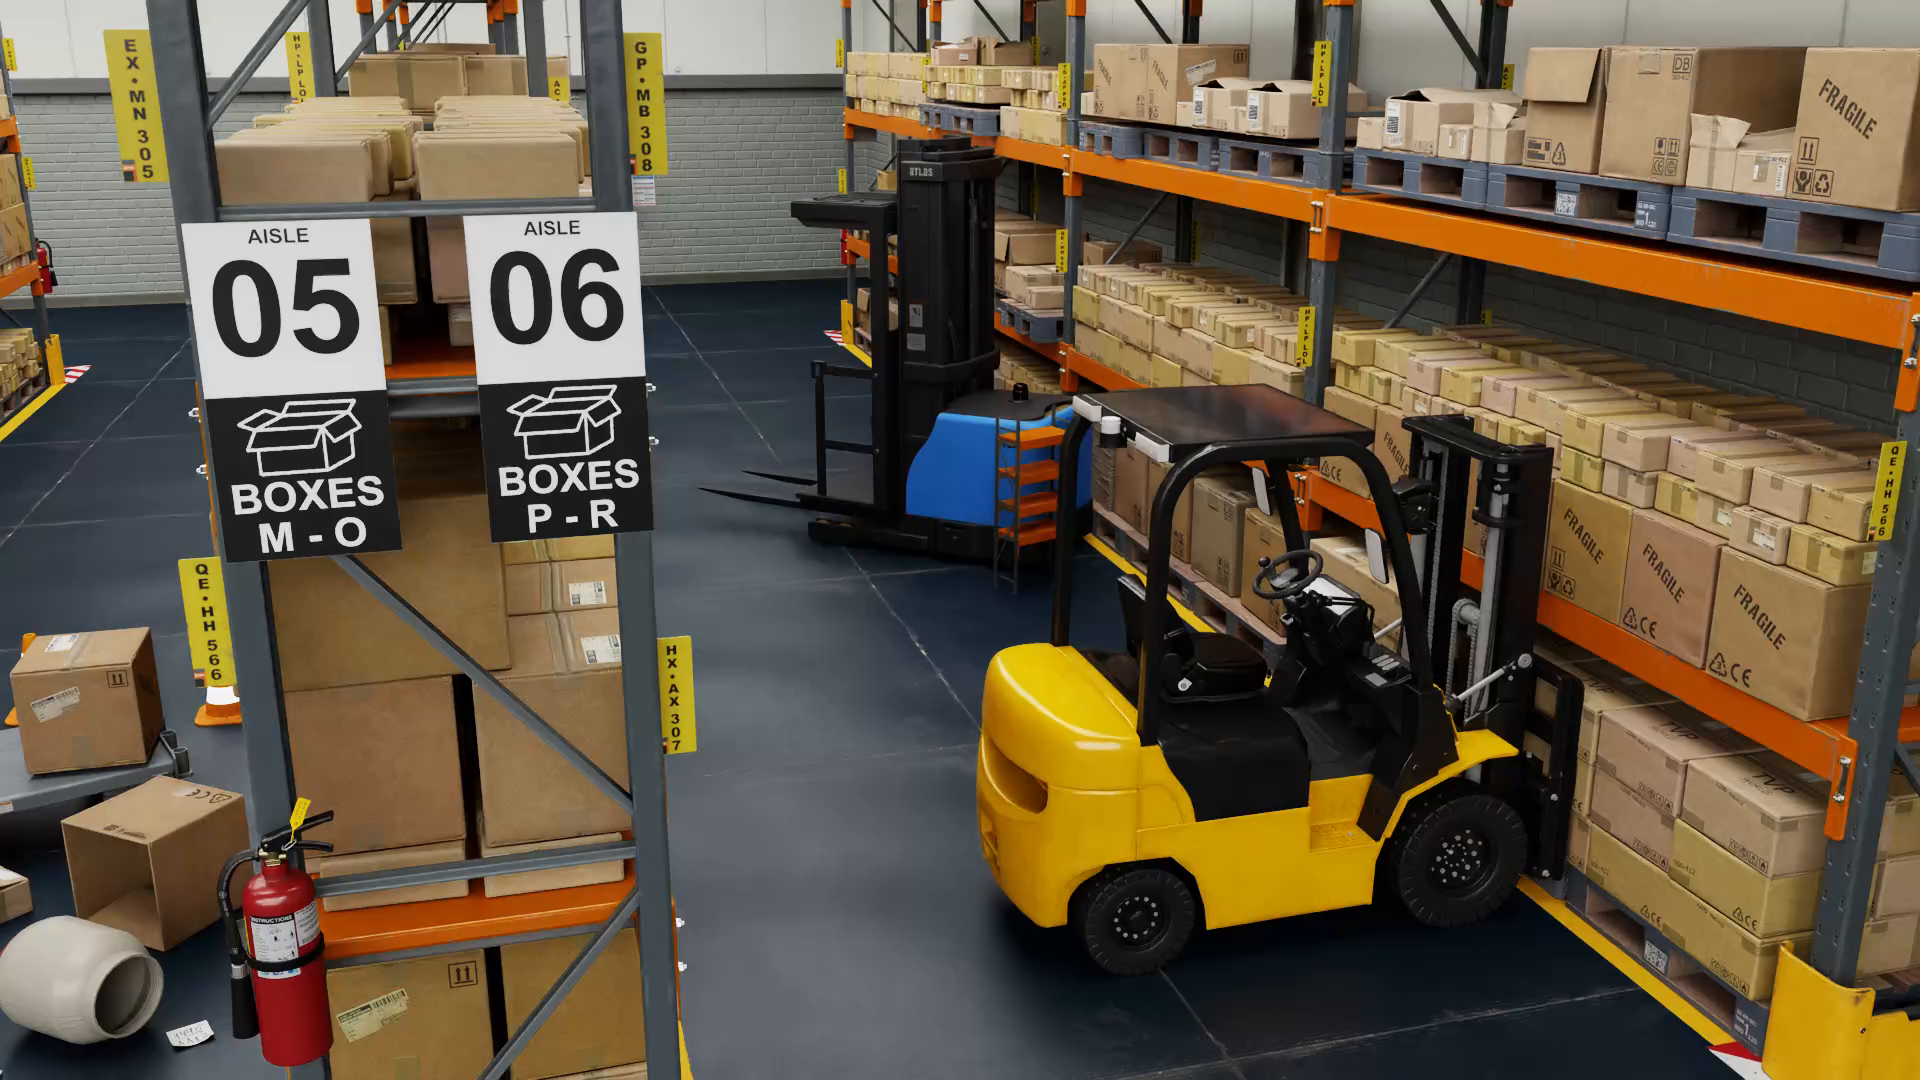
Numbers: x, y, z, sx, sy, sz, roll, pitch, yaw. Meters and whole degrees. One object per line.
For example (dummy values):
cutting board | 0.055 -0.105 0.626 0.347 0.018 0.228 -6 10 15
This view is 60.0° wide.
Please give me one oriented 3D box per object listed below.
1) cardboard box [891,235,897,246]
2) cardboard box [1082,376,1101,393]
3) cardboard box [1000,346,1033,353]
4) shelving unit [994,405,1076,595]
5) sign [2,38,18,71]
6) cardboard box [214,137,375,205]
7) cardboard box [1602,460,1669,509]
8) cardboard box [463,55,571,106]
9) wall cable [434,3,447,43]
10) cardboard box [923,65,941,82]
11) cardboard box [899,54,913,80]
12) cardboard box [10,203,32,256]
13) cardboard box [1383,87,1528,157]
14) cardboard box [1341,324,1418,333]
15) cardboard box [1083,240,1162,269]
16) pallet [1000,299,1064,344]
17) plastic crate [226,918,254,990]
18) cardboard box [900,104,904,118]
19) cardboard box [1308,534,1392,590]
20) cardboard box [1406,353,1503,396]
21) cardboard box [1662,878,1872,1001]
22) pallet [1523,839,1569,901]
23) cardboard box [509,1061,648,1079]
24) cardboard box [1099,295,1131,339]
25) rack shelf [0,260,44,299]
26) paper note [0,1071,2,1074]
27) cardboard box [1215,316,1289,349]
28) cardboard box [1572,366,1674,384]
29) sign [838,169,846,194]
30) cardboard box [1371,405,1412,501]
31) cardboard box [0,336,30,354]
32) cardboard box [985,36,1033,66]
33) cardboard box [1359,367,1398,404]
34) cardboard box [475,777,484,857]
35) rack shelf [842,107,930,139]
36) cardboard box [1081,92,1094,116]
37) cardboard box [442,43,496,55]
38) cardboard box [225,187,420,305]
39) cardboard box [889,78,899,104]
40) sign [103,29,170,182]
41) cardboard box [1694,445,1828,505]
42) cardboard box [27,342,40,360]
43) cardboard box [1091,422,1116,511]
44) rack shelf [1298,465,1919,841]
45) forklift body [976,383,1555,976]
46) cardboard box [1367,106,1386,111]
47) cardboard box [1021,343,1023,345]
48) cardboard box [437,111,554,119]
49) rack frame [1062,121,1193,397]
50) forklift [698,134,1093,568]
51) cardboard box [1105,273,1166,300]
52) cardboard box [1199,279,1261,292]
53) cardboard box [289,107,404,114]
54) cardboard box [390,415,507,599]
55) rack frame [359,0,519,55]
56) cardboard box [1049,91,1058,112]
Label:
cardboard box | -0.449 -3.314 18.015 0.500 0.250 0.500 -5 17 -16
cardboard box | 1.265 -1.361 14.256 0.380 0.149 0.250 -4 17 -15
cardboard box | 0.464 -1.684 15.331 0.380 0.149 0.250 -4 17 -13
shelving unit | 0.507 -0.277 11.284 0.503 1.200 0.258 -12 21 -35
sign | -9.861 -5.038 17.258 0.100 0.325 0.005 -5 17 -15
cardboard box | -1.648 -0.901 4.075 0.380 0.149 0.250 -5 17 -15
cardboard box | 2.848 -0.243 6.746 0.380 0.149 0.250 -5 18 -17
cardboard box | -2.293 -2.375 8.592 0.500 0.250 0.500 -5 17 -16
wall cable | -7.503 -7.983 23.386 0.463 3.000 0.029 -5 17 -15
cardboard box | -0.137 -4.436 15.808 0.380 0.149 0.250 -4 17 -14
cardboard box | -0.316 -4.853 17.053 0.500 0.250 0.500 -5 17 -16
cardboard box | -10.029 -3.226 17.286 0.500 0.500 0.500 -4 17 -14
cardboard box | 2.395 -2.026 8.021 0.500 0.311 0.500 -4 17 -14
cardboard box | 2.487 -1.184 9.878 0.380 0.149 0.250 -5 18 -17
cardboard box | 1.310 -2.143 13.468 0.500 0.500 0.500 -4 17 -13
pallet | 1.048 -1.829 13.661 1.213 0.211 1.003 -5 17 -15
plastic crate | -2.728 1.658 6.793 0.402 0.080 0.583 -12 20 -34
cardboard box | -0.419 -4.526 17.527 0.380 0.149 0.250 -4 17 -13
cardboard box | 2.232 0.163 9.008 0.500 0.250 0.500 -5 17 -16
cardboard box | 2.412 -0.808 8.109 0.380 0.149 0.250 -4 17 -14
cardboard box | 3.067 1.484 6.346 0.500 0.250 0.500 -5 17 -15
pallet | 2.918 1.264 7.877 1.003 0.211 1.213 -5 17 -15
cardboard box | -1.227 1.738 5.502 0.500 0.250 0.500 -5 17 -16
cardboard box | 1.325 -1.626 12.043 0.500 0.250 0.500 -4 17 -14
rack shelf | -9.851 -2.242 15.951 1.077 0.370 4.000 -5 17 -15
paper note | -3.534 1.944 5.948 0.148 0.019 0.142 1 17 4
cardboard box | 1.789 -1.272 10.173 0.380 0.149 0.250 -5 18 -17
cardboard box | 3.100 -0.713 7.792 0.380 0.149 0.250 -5 17 -16
sign | -1.419 -4.324 20.127 0.100 0.325 0.005 -5 17 -15
cardboard box | 2.431 -0.395 8.378 0.500 0.500 0.500 -4 17 -14
cardboard box | -9.804 -1.998 17.081 0.380 0.149 0.250 -5 17 -16
cardboard box | 0.457 -4.602 15.640 0.396 0.266 0.258 -5 17 -15
cardboard box | 2.308 -0.811 8.636 0.380 0.149 0.250 -4 17 -14
cardboard box | -1.249 0.808 4.984 0.380 0.149 0.250 -4 17 -14
rack shelf | -0.347 -4.491 18.225 1.077 0.370 4.000 -5 17 -15
cardboard box | 1.105 -3.192 12.154 0.380 0.166 0.250 -5 17 -15
cardboard box | -4.529 -4.365 15.478 0.500 0.500 0.500 -4 17 -14
cardboard box | -1.671 -0.760 4.299 0.500 0.250 0.500 -5 17 -16
cardboard box | -0.454 -4.752 17.588 0.500 0.250 0.500 -4 17 -14
sign | -1.811 -0.955 3.665 0.100 0.325 0.005 -5 17 -15
cardboard box | 3.003 -0.246 6.238 0.380 0.149 0.250 -4 17 -14
cardboard box | -9.981 -1.994 17.585 0.380 0.149 0.250 -5 17 -17
cardboard box | 1.460 -0.629 12.731 0.875 0.625 0.625 -4 17 -13
rack shelf | 2.950 0.265 7.607 1.077 0.370 4.000 -5 17 -15
forklift body | 1.225 0.500 7.049 2.313 2.155 1.214 -5 17 -15
cardboard box | 2.356 -2.448 9.708 0.380 0.149 0.250 -5 17 -15
cardboard box | 0.733 -1.942 16.192 0.380 0.149 0.250 -5 17 -15
cardboard box | -1.561 -1.369 5.632 0.380 0.149 0.250 -4 17 -14
rack frame | 1.301 -1.739 13.028 1.000 3.000 0.127 -5 17 -15
forklift | -0.559 -1.487 12.307 3.031 2.935 1.130 8 19 26
cardboard box | 1.276 -1.844 12.074 0.380 0.149 0.250 -4 17 -14
cardboard box | 1.909 -1.743 11.739 0.380 0.149 0.250 -5 17 -16
cardboard box | -2.188 -1.469 5.964 0.380 0.149 0.250 -5 17 -16
cardboard box | -1.754 -0.067 5.031 0.700 0.500 0.500 -5 17 -15
rack frame | -3.470 -4.219 10.855 1.000 3.000 0.127 -5 17 -15
cardboard box | 0.920 -3.447 13.068 0.380 0.149 0.250 -5 17 -17
